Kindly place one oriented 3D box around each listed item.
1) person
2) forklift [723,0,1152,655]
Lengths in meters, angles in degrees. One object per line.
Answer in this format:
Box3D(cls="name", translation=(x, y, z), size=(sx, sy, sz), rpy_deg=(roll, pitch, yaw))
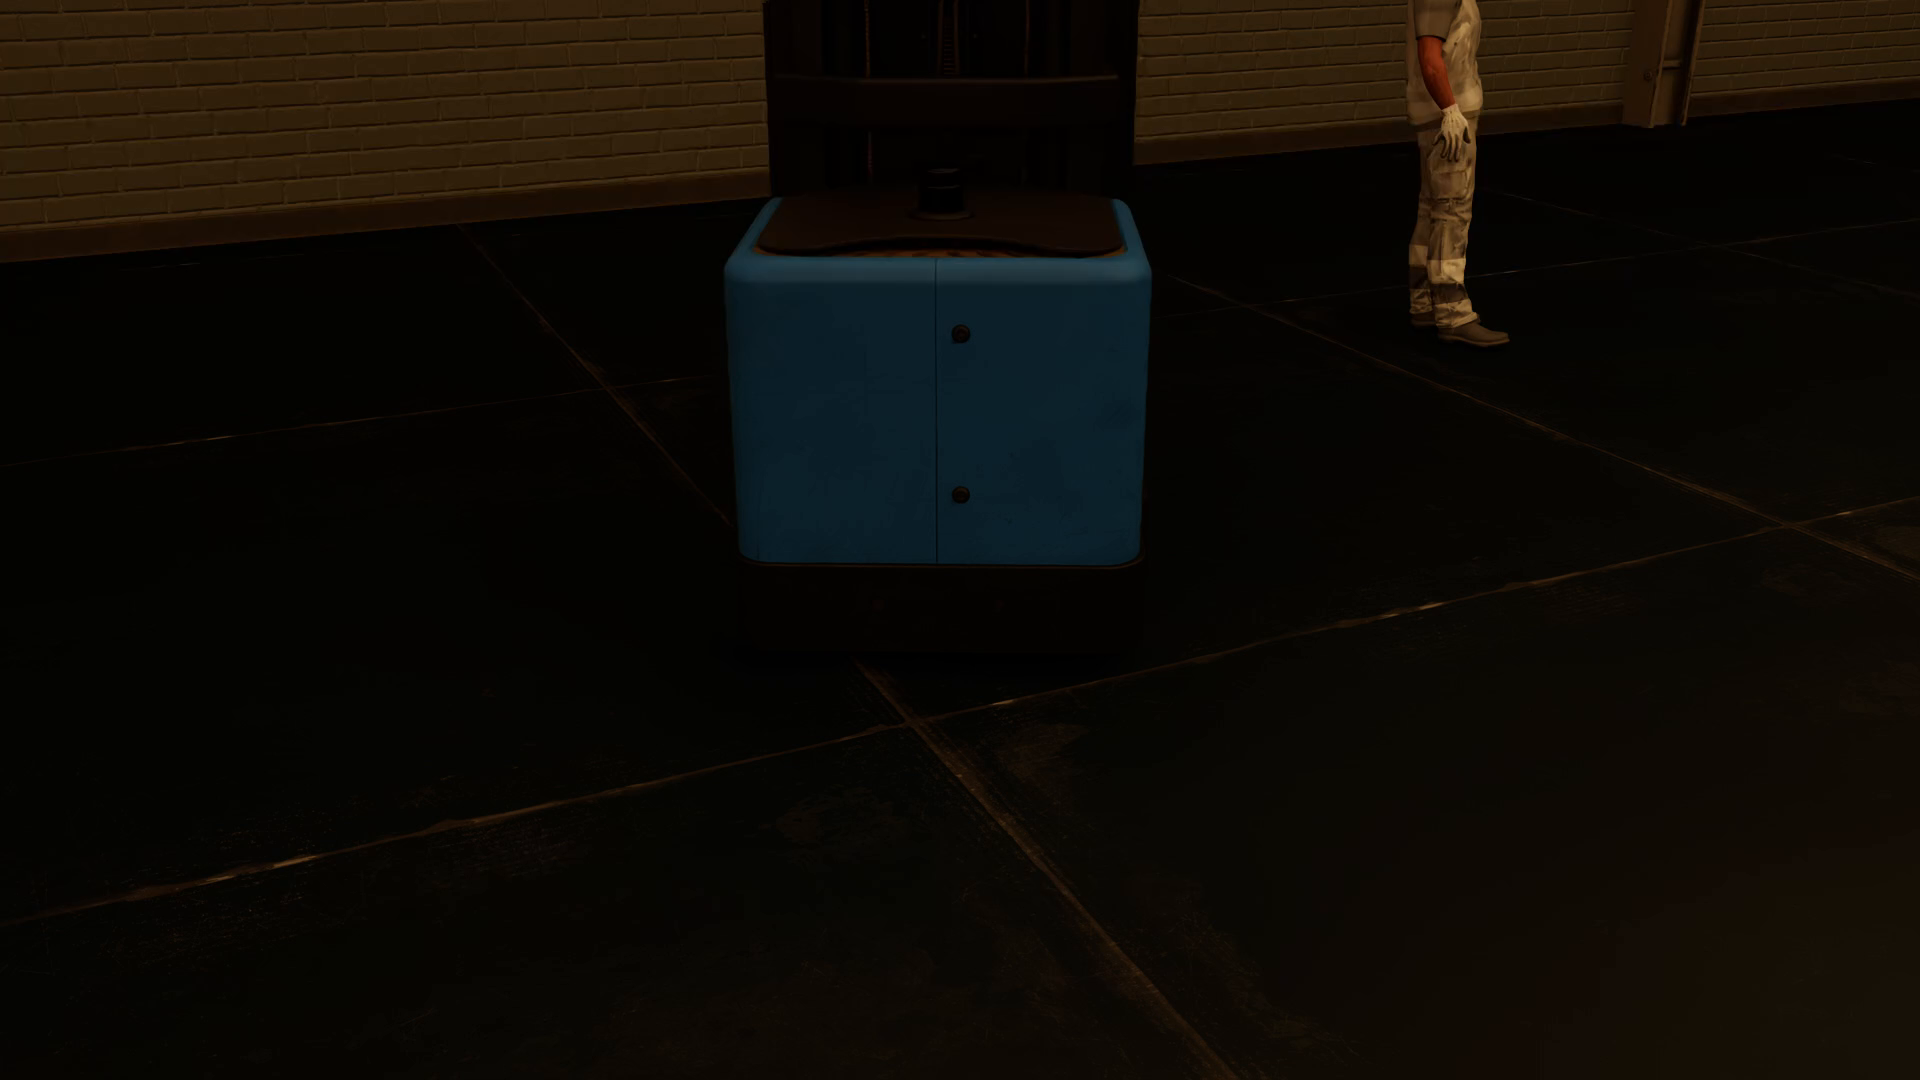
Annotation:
Box3D(cls="person", translation=(2.124, -1.758, 6.989), size=(0.566, 1.787, 0.638), rpy_deg=(7, 24, 16))
Box3D(cls="forklift", translation=(-0.021, -1.580, 5.090), size=(1.130, 2.935, 3.031), rpy_deg=(1, 23, 1))
